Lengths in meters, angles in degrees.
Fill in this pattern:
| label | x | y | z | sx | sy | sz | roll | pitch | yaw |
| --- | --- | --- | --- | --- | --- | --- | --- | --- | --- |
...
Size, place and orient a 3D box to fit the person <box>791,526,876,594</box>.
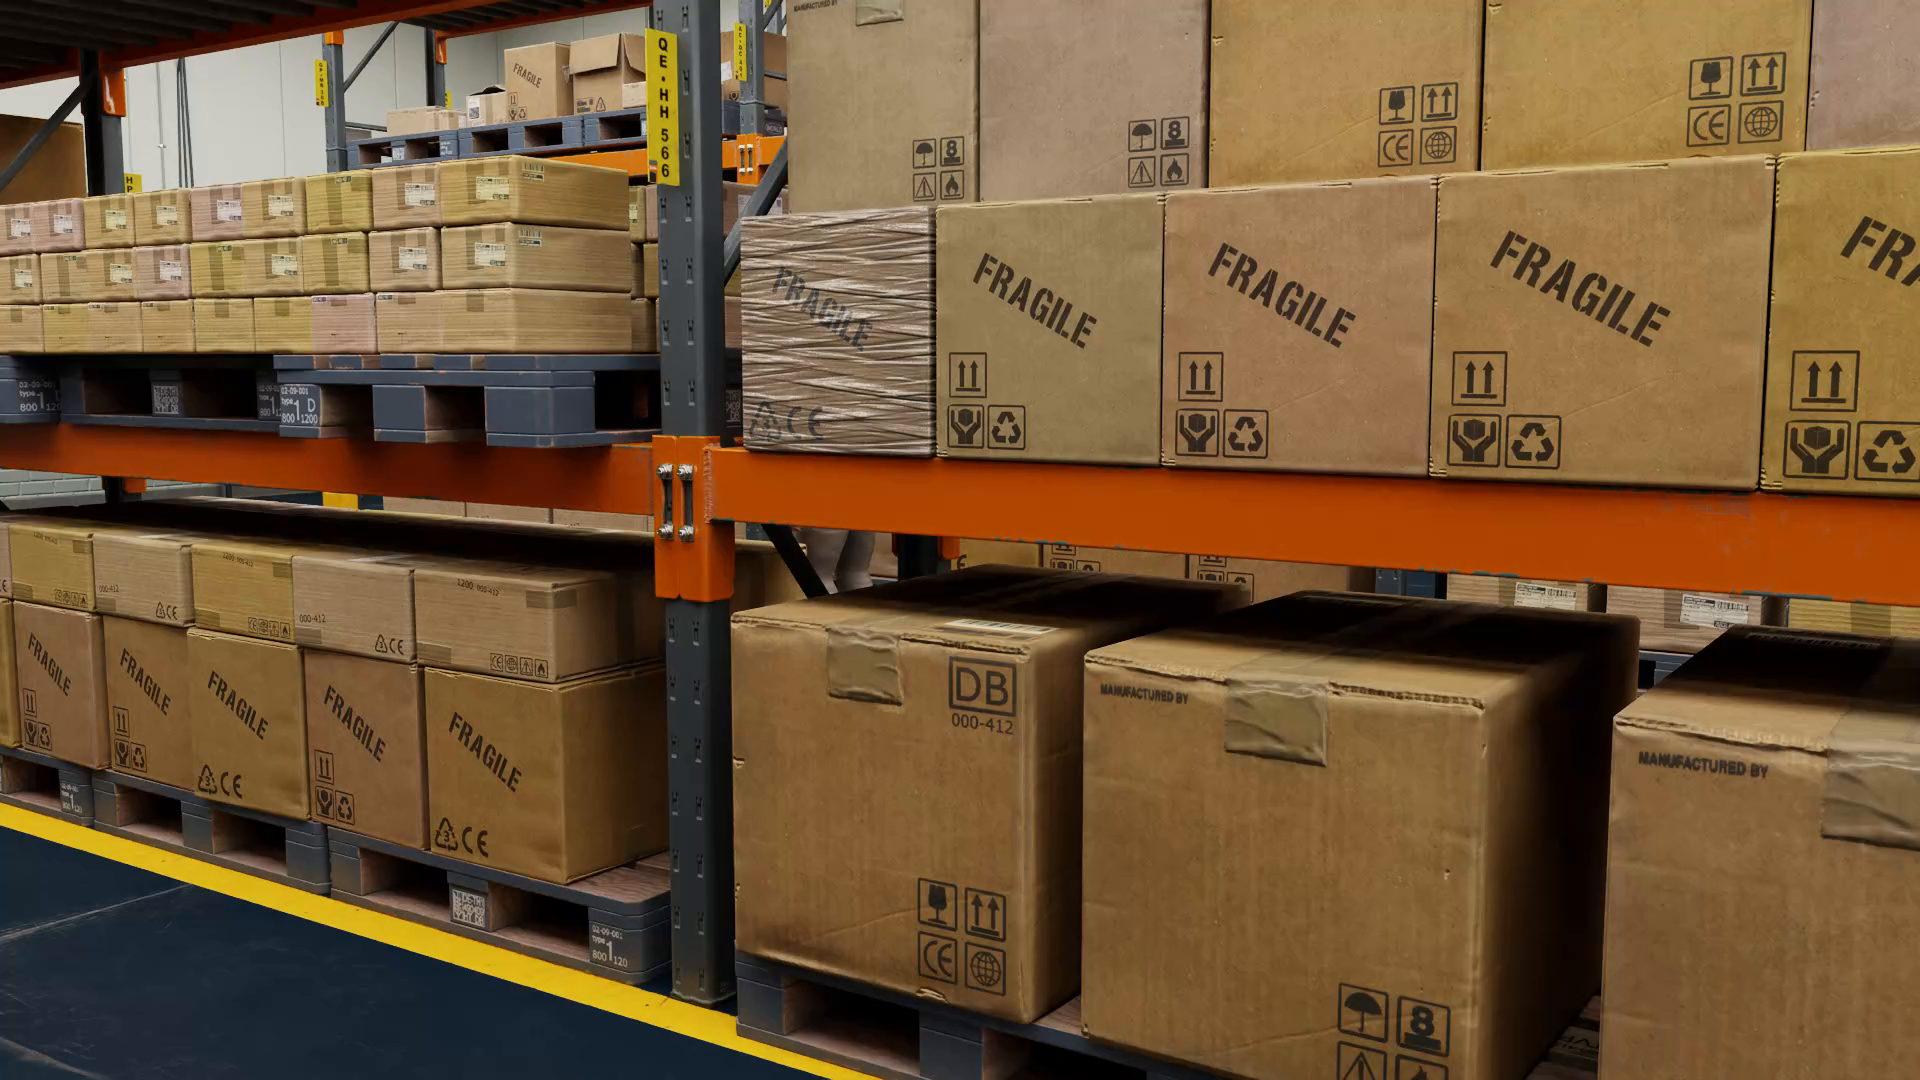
| label | x | y | z | sx | sy | sz | roll | pitch | yaw |
| --- | --- | --- | --- | --- | --- | --- | --- | --- | --- |
| person | -0.586 | -0.202 | 7.679 | 0.388 | 1.726 | 0.587 | 4 | 7 | 33 |
